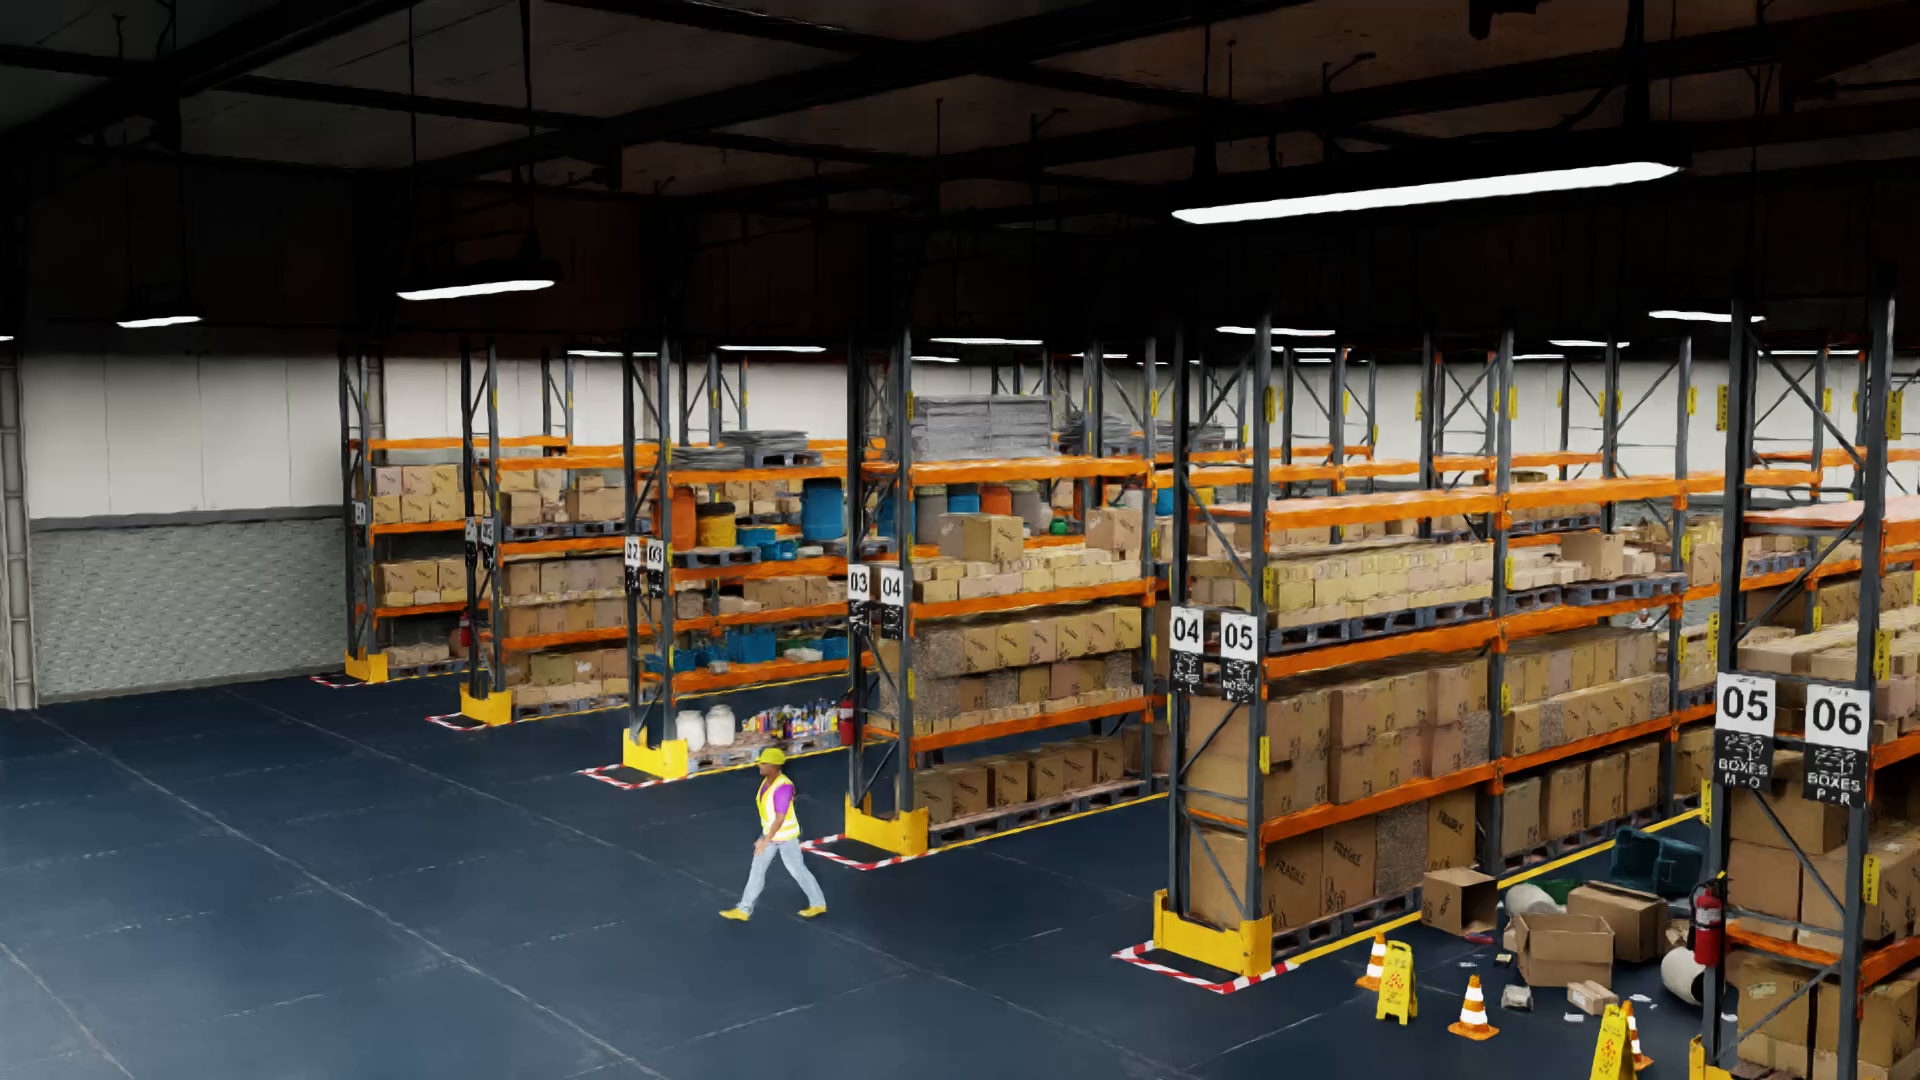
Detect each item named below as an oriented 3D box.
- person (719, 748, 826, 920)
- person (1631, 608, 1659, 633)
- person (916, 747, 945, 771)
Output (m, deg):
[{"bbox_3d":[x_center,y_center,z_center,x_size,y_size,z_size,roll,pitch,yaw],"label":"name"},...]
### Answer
[{"bbox_3d":[-1.799,2.858,16.161,1.042,1.706,0.571,-3,6,-32],"label":"person"},{"bbox_3d":[11.433,1.871,27.804,1.091,1.580,0.497,-5,7,-44],"label":"person"},{"bbox_3d":[-0.346,2.308,22.154,0.447,1.730,0.582,2,5,18],"label":"person"}]
